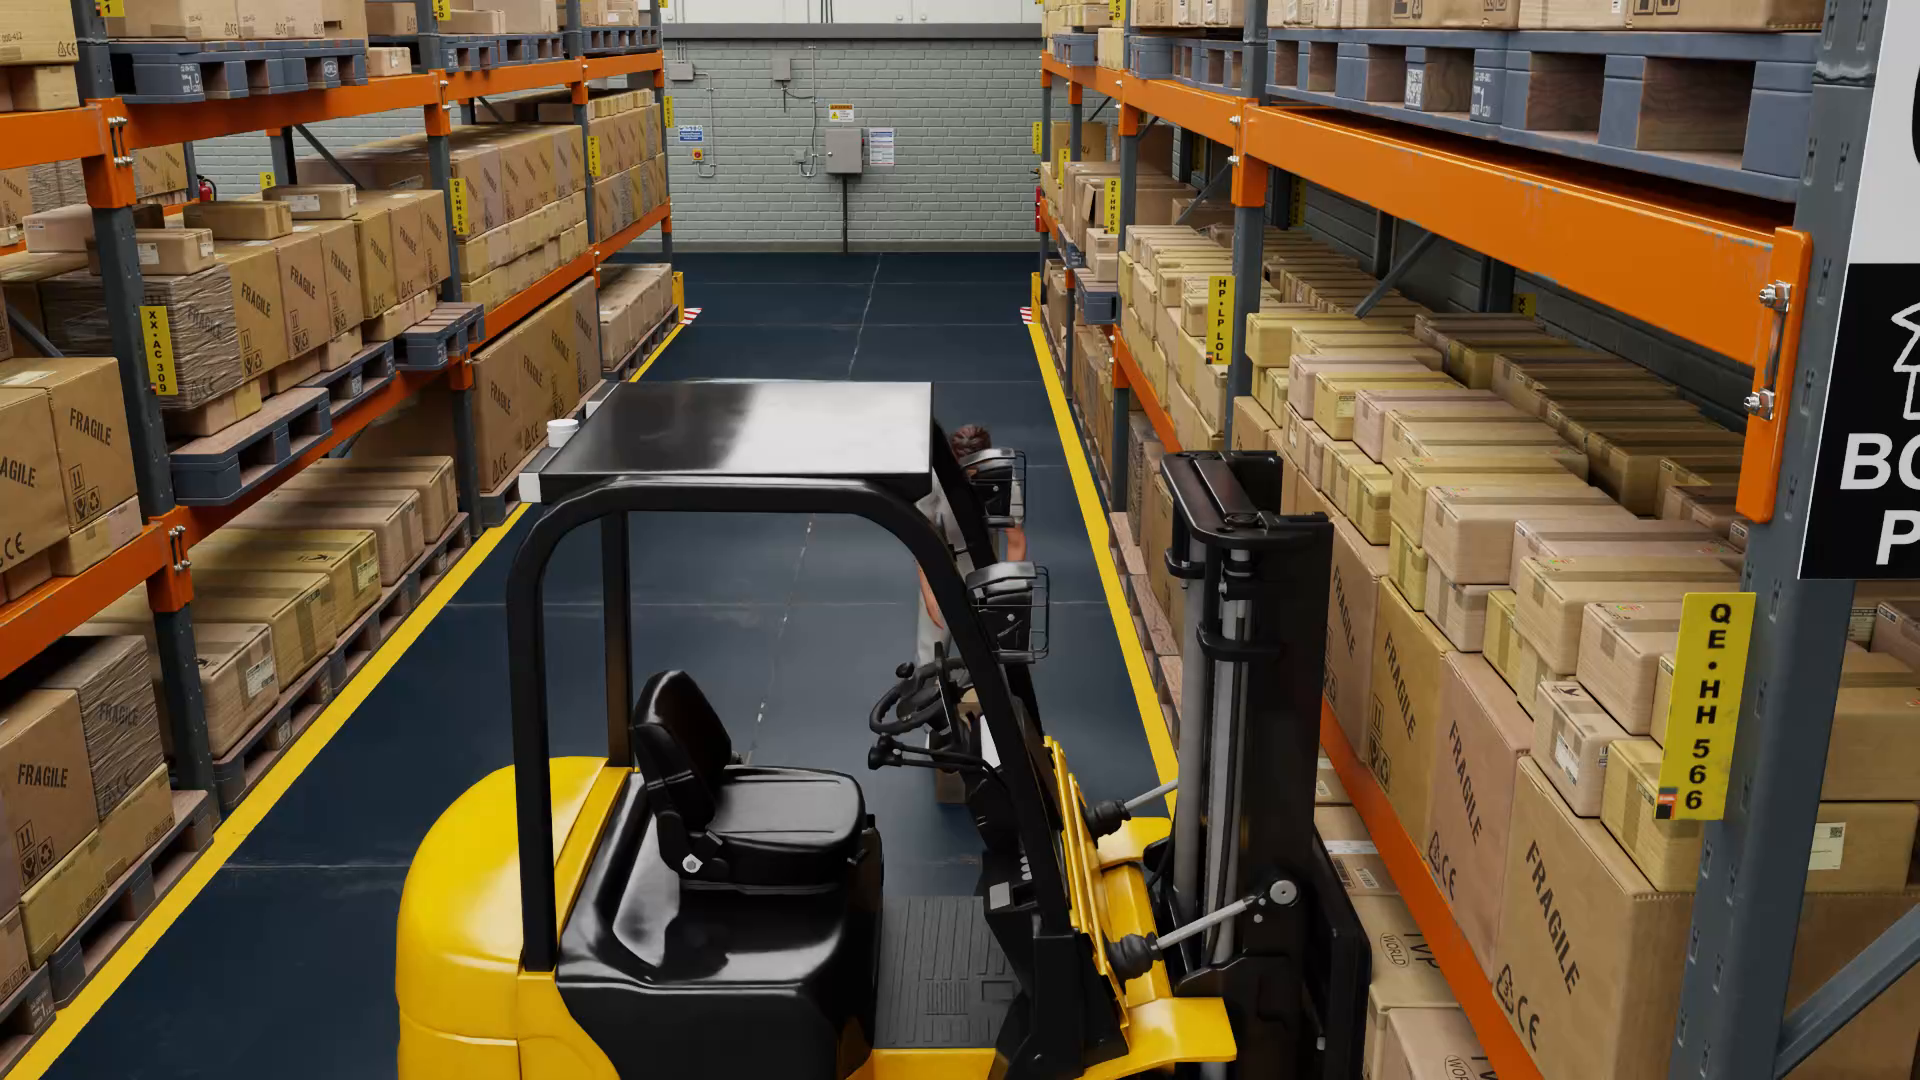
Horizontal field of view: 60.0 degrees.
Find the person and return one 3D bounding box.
[{"bbox_3d":[0.043,0.204,7.175,0.483,1.514,0.532,0,17,0],"label":"person"}]
